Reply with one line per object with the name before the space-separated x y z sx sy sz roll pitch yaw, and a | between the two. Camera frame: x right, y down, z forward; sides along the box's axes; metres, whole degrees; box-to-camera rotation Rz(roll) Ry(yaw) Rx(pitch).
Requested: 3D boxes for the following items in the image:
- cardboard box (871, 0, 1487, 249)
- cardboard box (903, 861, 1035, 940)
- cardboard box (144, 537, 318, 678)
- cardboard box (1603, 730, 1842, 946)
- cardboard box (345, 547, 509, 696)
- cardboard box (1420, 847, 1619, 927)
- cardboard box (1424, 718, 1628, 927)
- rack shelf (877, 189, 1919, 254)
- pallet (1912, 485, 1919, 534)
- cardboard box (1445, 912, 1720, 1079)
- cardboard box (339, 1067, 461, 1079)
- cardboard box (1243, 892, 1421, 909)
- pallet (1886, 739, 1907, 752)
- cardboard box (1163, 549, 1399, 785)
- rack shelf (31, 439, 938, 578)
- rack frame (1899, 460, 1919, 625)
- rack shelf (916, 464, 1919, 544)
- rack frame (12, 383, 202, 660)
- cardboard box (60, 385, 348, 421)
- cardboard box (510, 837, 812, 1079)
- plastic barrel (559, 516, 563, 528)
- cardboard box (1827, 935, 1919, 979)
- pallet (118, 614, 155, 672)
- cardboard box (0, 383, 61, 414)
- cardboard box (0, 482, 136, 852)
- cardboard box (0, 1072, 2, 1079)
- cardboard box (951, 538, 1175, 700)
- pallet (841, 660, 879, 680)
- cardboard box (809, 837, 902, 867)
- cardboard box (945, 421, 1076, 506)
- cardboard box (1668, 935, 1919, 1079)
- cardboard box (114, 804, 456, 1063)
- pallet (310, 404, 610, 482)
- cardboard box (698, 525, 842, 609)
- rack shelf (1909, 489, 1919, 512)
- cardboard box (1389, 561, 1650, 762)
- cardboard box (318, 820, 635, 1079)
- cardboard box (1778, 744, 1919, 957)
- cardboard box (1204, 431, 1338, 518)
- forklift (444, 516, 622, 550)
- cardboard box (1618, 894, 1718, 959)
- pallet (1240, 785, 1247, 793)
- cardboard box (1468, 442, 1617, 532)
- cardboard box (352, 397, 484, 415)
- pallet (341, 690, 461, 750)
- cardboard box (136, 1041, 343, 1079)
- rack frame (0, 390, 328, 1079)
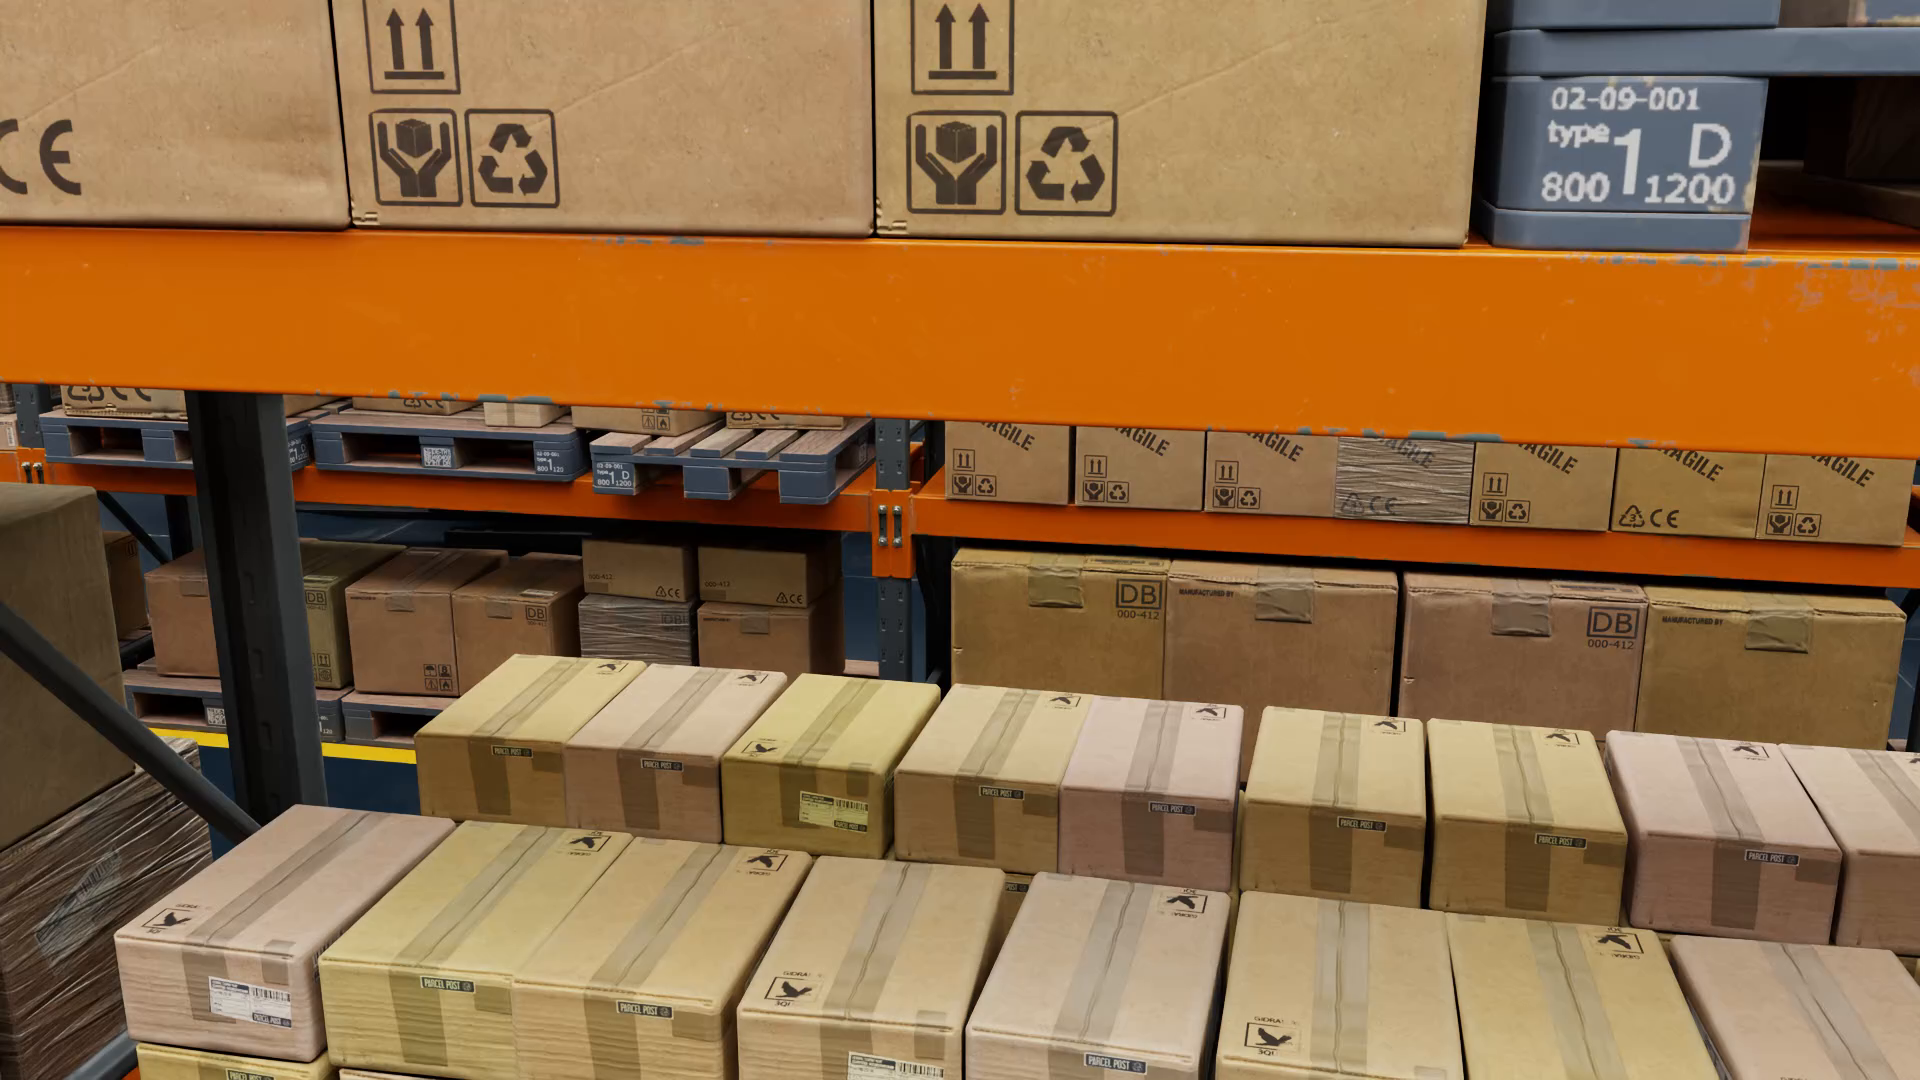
cardboard box | 0.219 -0.556 1.572 0.500 0.500 0.500 3 16 11
cardboard box | 0.070 0.511 2.654 0.250 0.149 0.380 3 16 11
cardboard box | -3.505 0.314 8.097 0.500 0.500 0.700 2 16 7
cardboard box | 1.088 0.423 2.415 0.250 0.149 0.380 4 16 13
cardboard box | -2.493 0.374 7.881 0.500 0.500 0.700 2 16 6
cardboard box | 0.822 0.552 2.505 0.250 0.149 0.380 3 16 10
cardboard box | 0.823 0.410 2.463 0.250 0.149 0.380 4 16 13
rack shelf | 0.689 -0.298 1.813 3.809 0.124 0.919 3 16 11
pallet | 6.651 -0.150 11.137 1.213 0.211 1.003 3 16 11
cardboard box | 0.676 0.579 1.851 0.270 0.149 0.393 4 16 13
cardboard box | -0.571 0.656 2.133 0.250 0.149 0.380 4 16 14
cardboard box | 0.569 0.539 2.555 0.250 0.149 0.380 4 16 12
pallet | 4.466 1.114 6.576 1.213 0.211 1.003 3 16 11
cardboard box | 1.361 0.409 7.089 0.875 0.875 1.225 3 16 11
rack shelf | -2.143 -0.264 7.672 4.000 0.370 1.077 3 16 11
rack frame | 3.736 -0.290 6.421 0.053 2.616 0.949 3 16 11
rack shelf | 1.777 -0.145 6.878 3.809 0.124 0.919 3 16 11
rack frame | -4.103 -0.717 7.960 0.127 3.000 1.000 3 16 11
cardboard box | -3.352 -1.129 7.539 1.000 1.000 1.000 3 16 11
cardboard box | -0.353 0.523 2.053 0.250 0.149 0.380 3 16 11
plastic barrel | -2.328 -1.488 10.694 0.517 2.708 0.905 3 16 11
cardboard box | 1.328 0.581 2.403 0.250 0.149 0.380 4 16 13
pallet | -4.768 0.601 8.428 1.213 0.211 1.003 3 16 11
cardboard box | -4.531 -0.948 8.052 0.500 0.500 0.875 3 16 11
cardboard box | -1.708 0.232 2.476 0.500 0.500 0.700 3 16 11
cardboard box | -1.961 0.702 2.650 1.009 0.500 1.038 3 16 11
cardboard box | 0.489 0.360 7.268 0.875 0.875 1.225 2 16 8
pallet | -0.949 0.798 7.716 1.213 0.211 1.003 3 16 11
cardboard box | -0.175 0.498 2.703 0.250 0.149 0.380 3 16 12
cardboard box | 0.239 -0.455 6.828 0.500 0.500 0.500 4 16 13
cardboard box | 0.940 0.593 1.801 0.250 0.149 0.380 2 16 9
cardboard box | -0.852 0.496 2.153 0.250 0.149 0.380 3 16 11
pallet | -2.131 -0.506 7.559 1.213 0.211 1.003 3 16 11
cardboard box | -0.846 0.100 7.467 0.500 0.250 0.500 4 16 13
rack shelf | 5.697 0.033 6.100 3.809 0.052 0.919 3 16 11
cardboard box | 2.230 0.454 6.926 0.875 0.875 1.225 3 16 9
cardboard box | -0.592 0.509 2.105 0.250 0.149 0.380 3 16 10
cardboard box | 1.335 0.437 2.366 0.250 0.149 0.380 3 16 11
cardboard box | 1.248 -0.402 6.637 0.500 0.500 0.500 3 16 10
forklift | -19.150 -4.202 20.836 37.197 2.843 19.219 1 16 5
cardboard box | 1.068 0.567 2.454 0.250 0.149 0.380 3 16 10
pallet | 1.766 0.967 7.105 1.213 0.211 1.003 3 16 11
cardboard box | 2.227 -0.347 6.438 0.500 0.500 0.500 3 16 10
cardboard box | -2.386 -0.901 7.645 0.637 0.503 0.797 5 16 17
pallet | -2.140 0.732 7.952 1.213 0.211 1.003 3 16 11
cardboard box | -0.837 0.642 2.183 0.250 0.149 0.380 4 16 14
rack frame | -1.270 0.788 2.527 0.127 3.000 1.000 3 16 11
